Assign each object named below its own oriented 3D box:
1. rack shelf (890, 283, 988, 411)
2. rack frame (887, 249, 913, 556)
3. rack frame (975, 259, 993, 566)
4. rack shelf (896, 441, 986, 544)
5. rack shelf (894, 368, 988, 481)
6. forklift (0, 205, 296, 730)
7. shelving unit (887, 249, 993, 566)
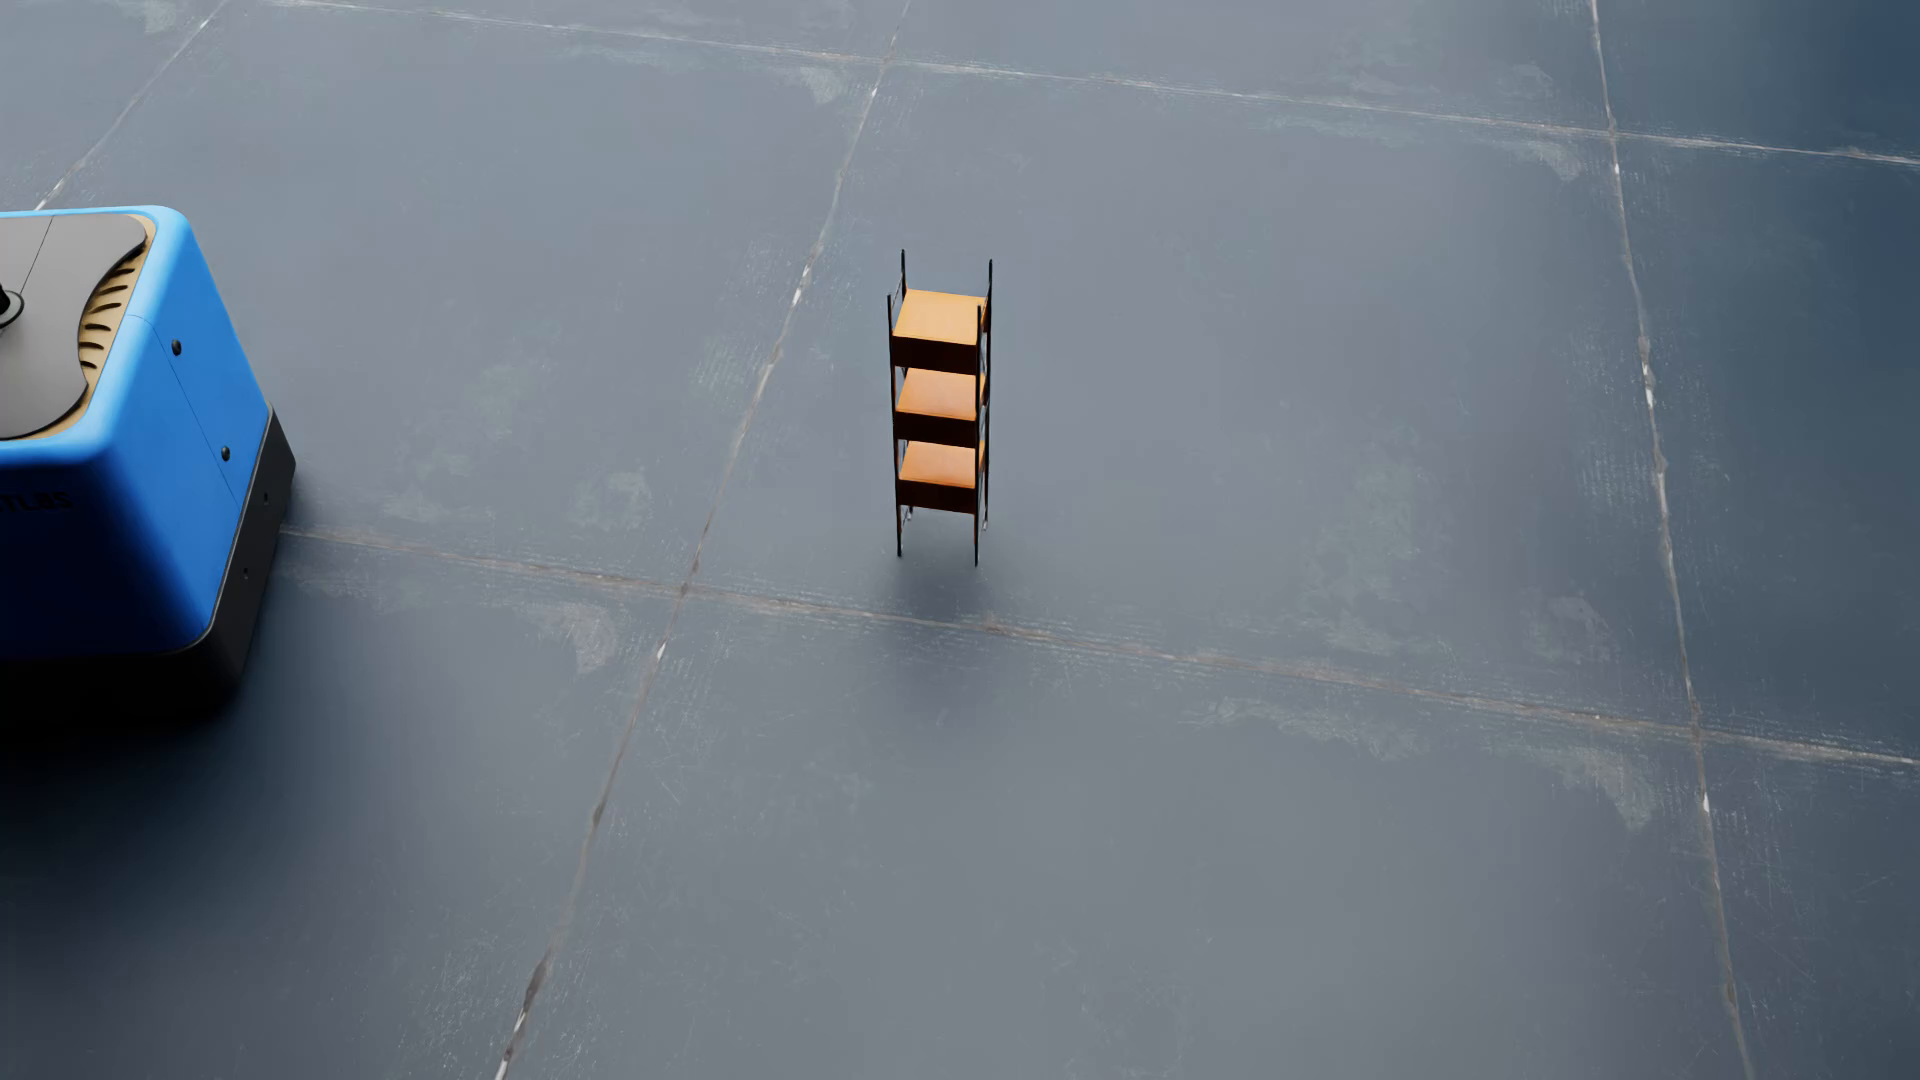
[{"bbox_3d":[-0.053,-0.541,4.663,0.240,0.259,0.215,8,49,7],"label":"rack shelf"},{"bbox_3d":[-0.173,-0.374,4.880,0.008,1.050,0.200,8,49,7],"label":"rack frame"},{"bbox_3d":[0.067,-0.342,4.851,0.008,1.050,0.200,8,49,7],"label":"rack frame"},{"bbox_3d":[-0.053,-0.165,5.080,0.240,0.259,0.215,8,49,7],"label":"rack shelf"},{"bbox_3d":[-0.053,-0.351,4.874,0.240,0.259,0.215,8,49,7],"label":"rack shelf"},{"bbox_3d":[-3.619,-0.762,3.964,3.031,2.935,1.130,-3,48,-3],"label":"forklift"},{"bbox_3d":[-0.053,-0.358,4.866,0.252,1.050,0.215,8,49,7],"label":"shelving unit"}]
